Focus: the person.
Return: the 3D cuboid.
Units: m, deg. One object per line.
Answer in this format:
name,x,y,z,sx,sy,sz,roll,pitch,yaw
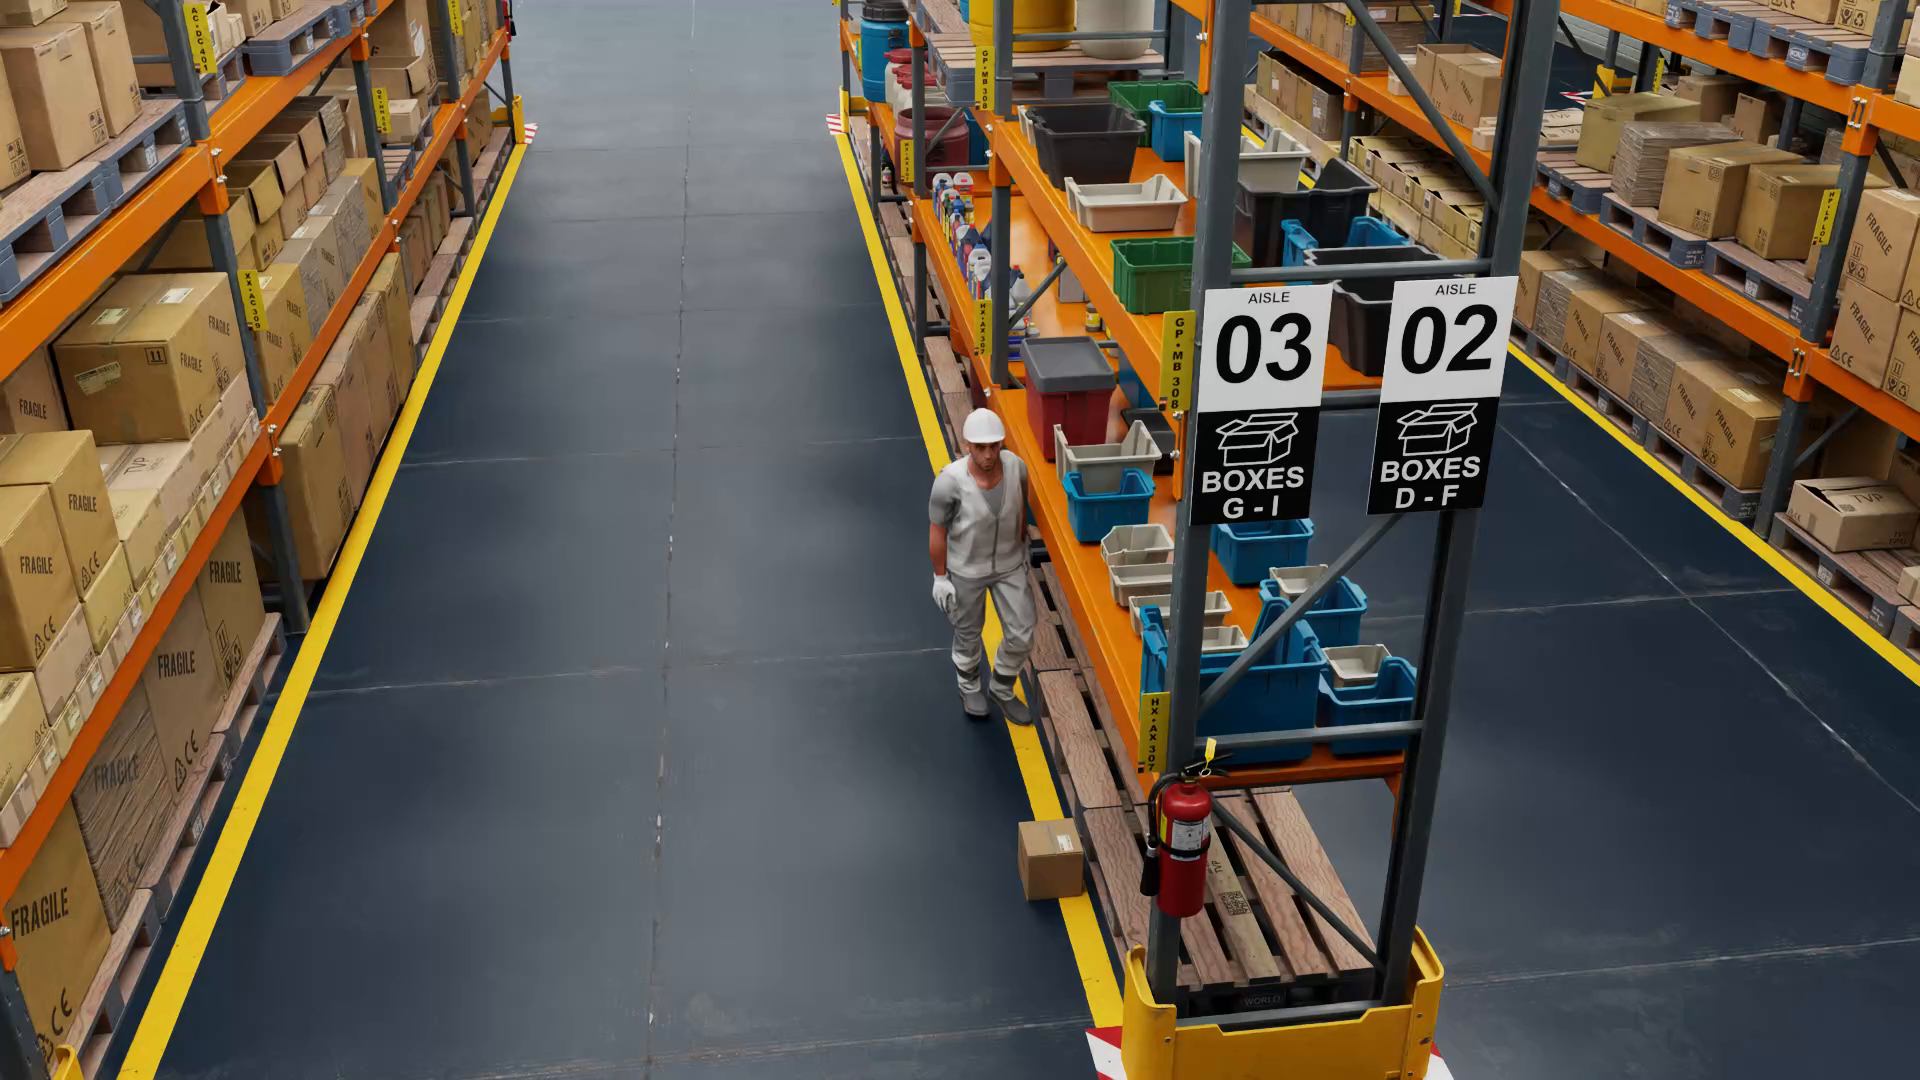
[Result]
person,0.116,0.138,8.287,0.580,1.776,0.527,-8,28,-16
